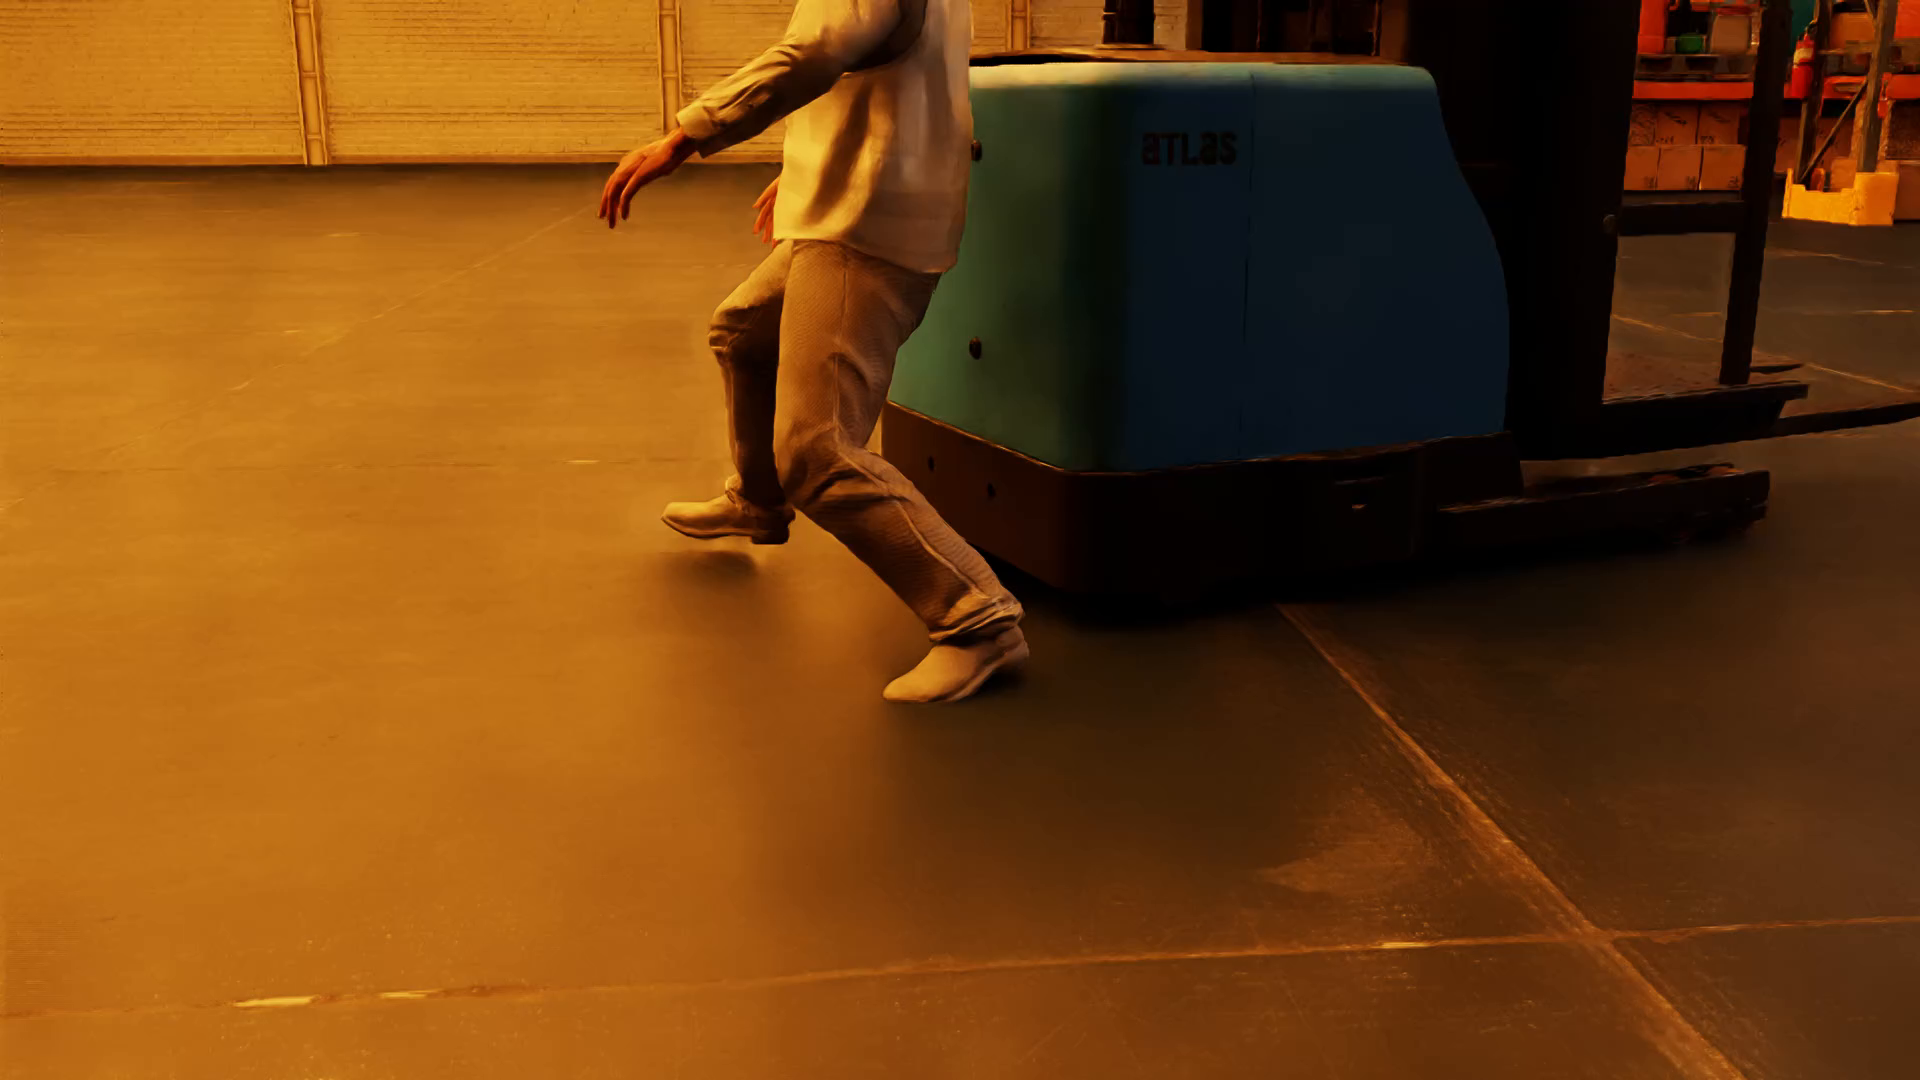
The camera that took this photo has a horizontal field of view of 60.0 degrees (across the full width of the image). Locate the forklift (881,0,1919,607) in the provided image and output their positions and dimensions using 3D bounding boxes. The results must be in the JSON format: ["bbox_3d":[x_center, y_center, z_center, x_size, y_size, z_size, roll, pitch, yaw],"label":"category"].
[{"bbox_3d":[1.367,-1.519,3.948,3.031,2.935,1.130,-7,16,-25],"label":"forklift"}]

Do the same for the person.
[{"bbox_3d":[-0.288,-0.607,3.154,0.925,1.631,0.992,2,15,8],"label":"person"}]
